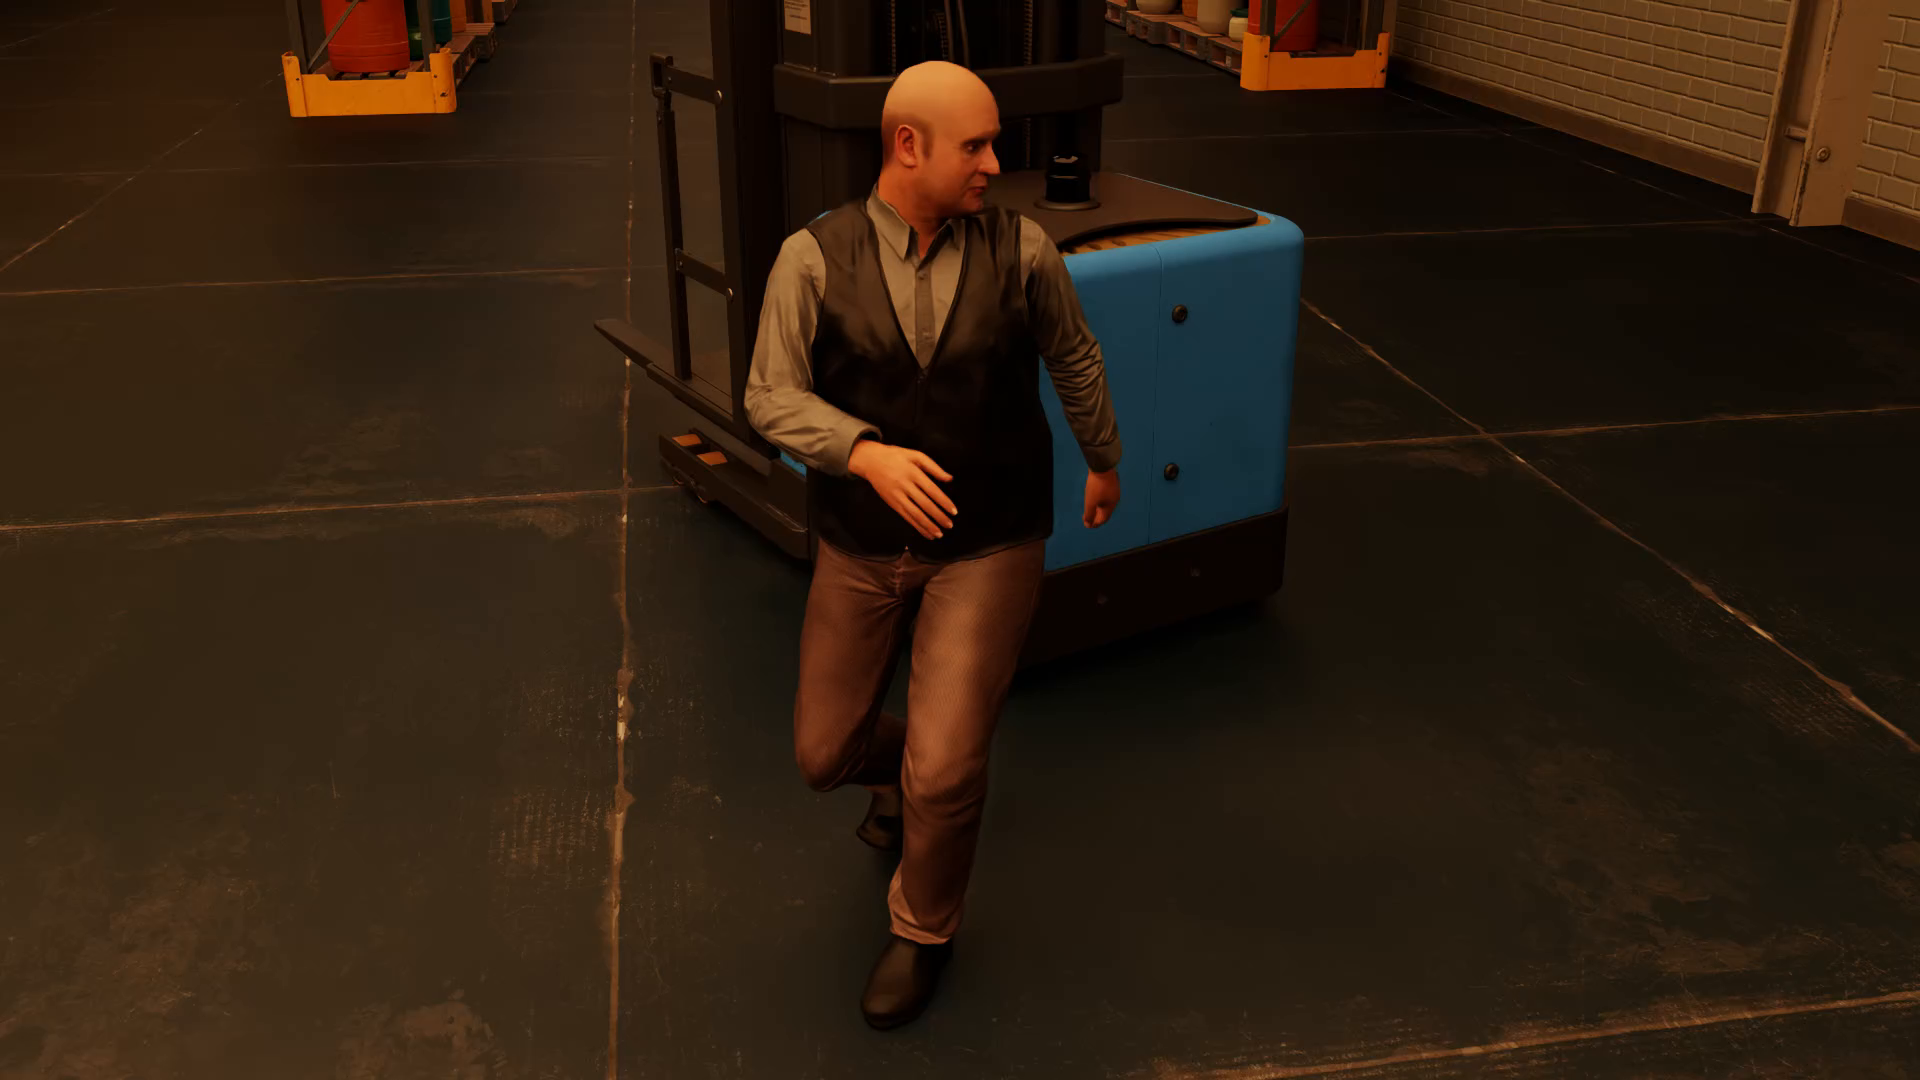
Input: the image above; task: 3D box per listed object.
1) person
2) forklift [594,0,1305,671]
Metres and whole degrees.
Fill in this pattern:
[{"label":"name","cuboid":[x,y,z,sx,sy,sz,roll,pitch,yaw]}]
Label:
[{"label":"person","cuboid":[-0.043,-0.014,3.003,0.595,1.643,0.780,5,24,12]},{"label":"forklift","cuboid":[-0.325,-1.550,4.919,1.130,2.935,3.031,-14,27,-29]}]
